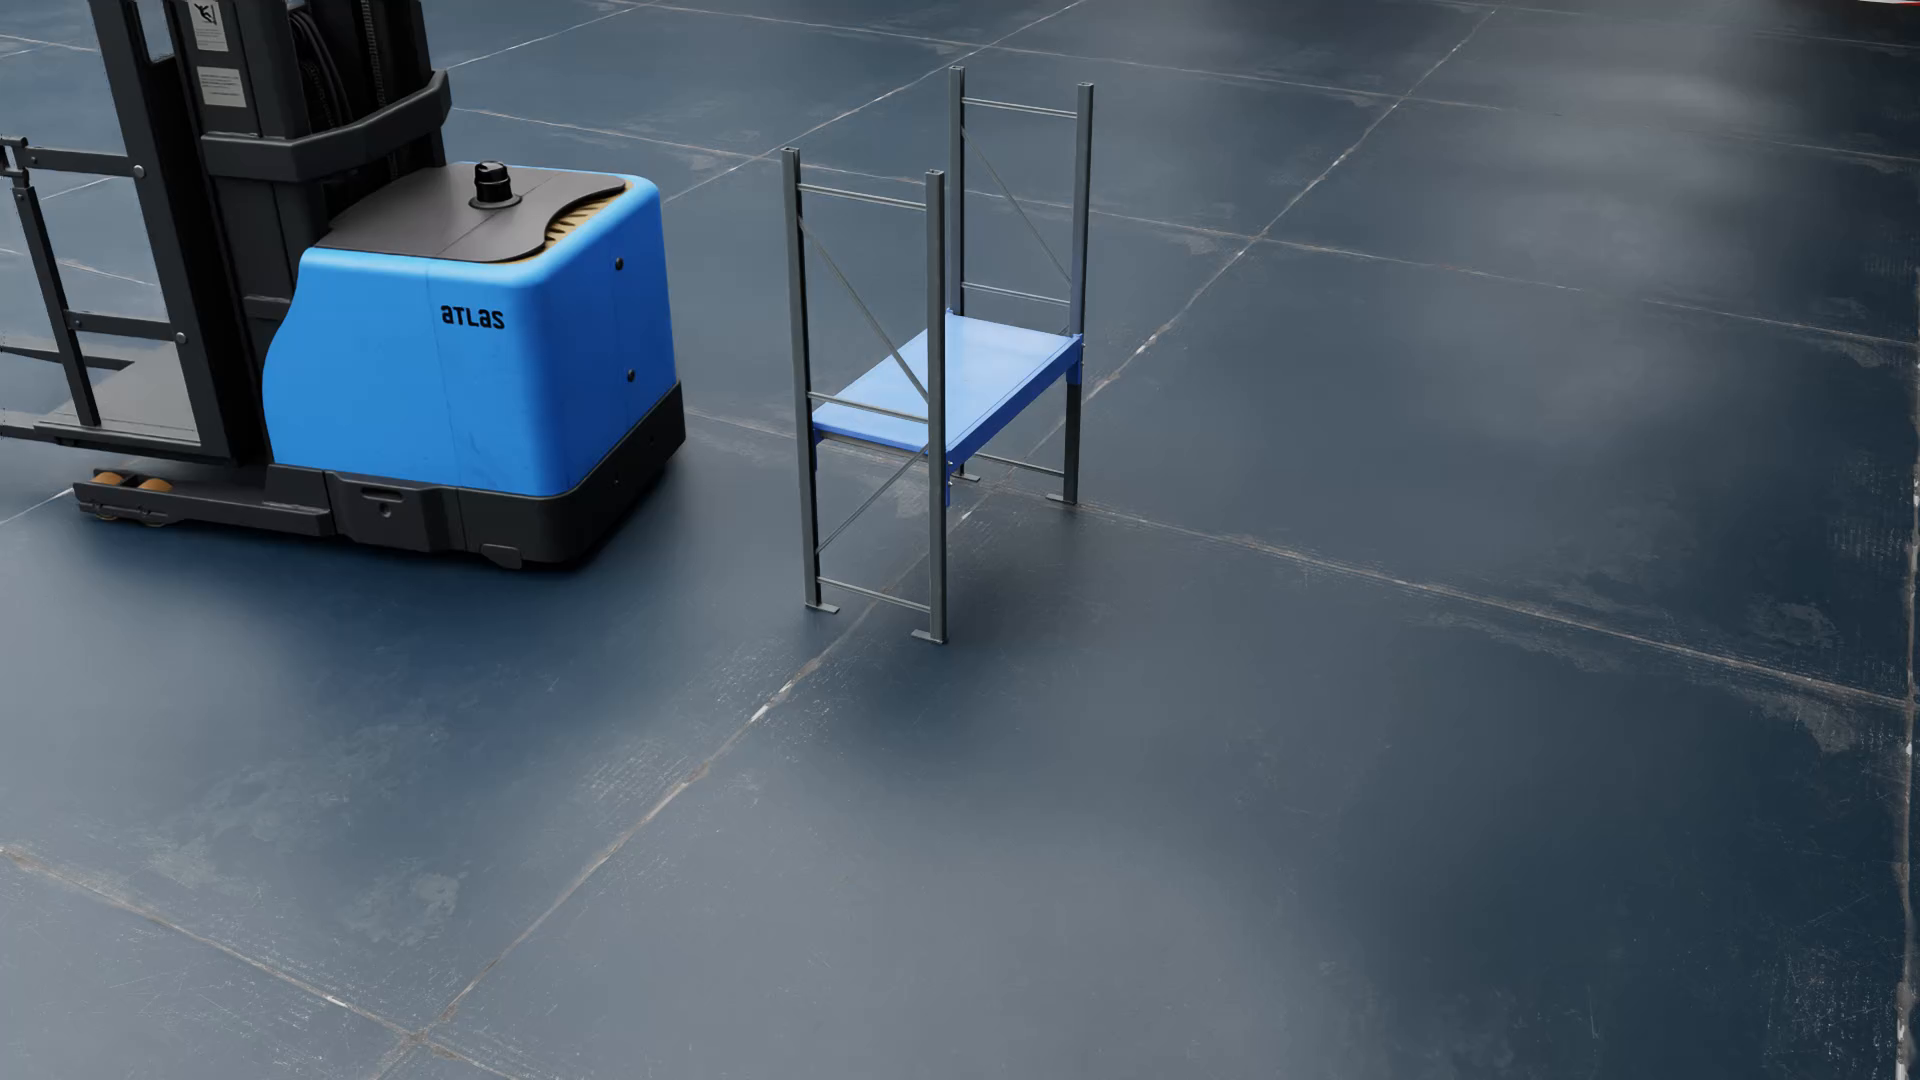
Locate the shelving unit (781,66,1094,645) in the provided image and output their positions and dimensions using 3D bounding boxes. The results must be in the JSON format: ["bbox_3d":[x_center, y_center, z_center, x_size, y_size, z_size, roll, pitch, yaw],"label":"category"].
[{"bbox_3d":[-0.039,-0.613,5.311,0.538,1.500,1.048,14,33,23],"label":"shelving unit"}]

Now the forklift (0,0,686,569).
[{"bbox_3d":[-2.608,-1.562,5.526,3.031,2.935,1.130,7,31,12],"label":"forklift"}]

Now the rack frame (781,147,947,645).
[{"bbox_3d":[-0.270,-0.387,4.918,0.500,1.500,0.032,14,33,23],"label":"rack frame"}]

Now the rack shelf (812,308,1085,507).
[{"bbox_3d":[-0.039,-0.457,5.400,0.538,0.185,1.000,14,33,23],"label":"rack shelf"}]

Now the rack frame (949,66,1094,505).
[{"bbox_3d":[0.193,-0.838,5.703,0.500,1.500,0.032,14,33,23],"label":"rack frame"}]
